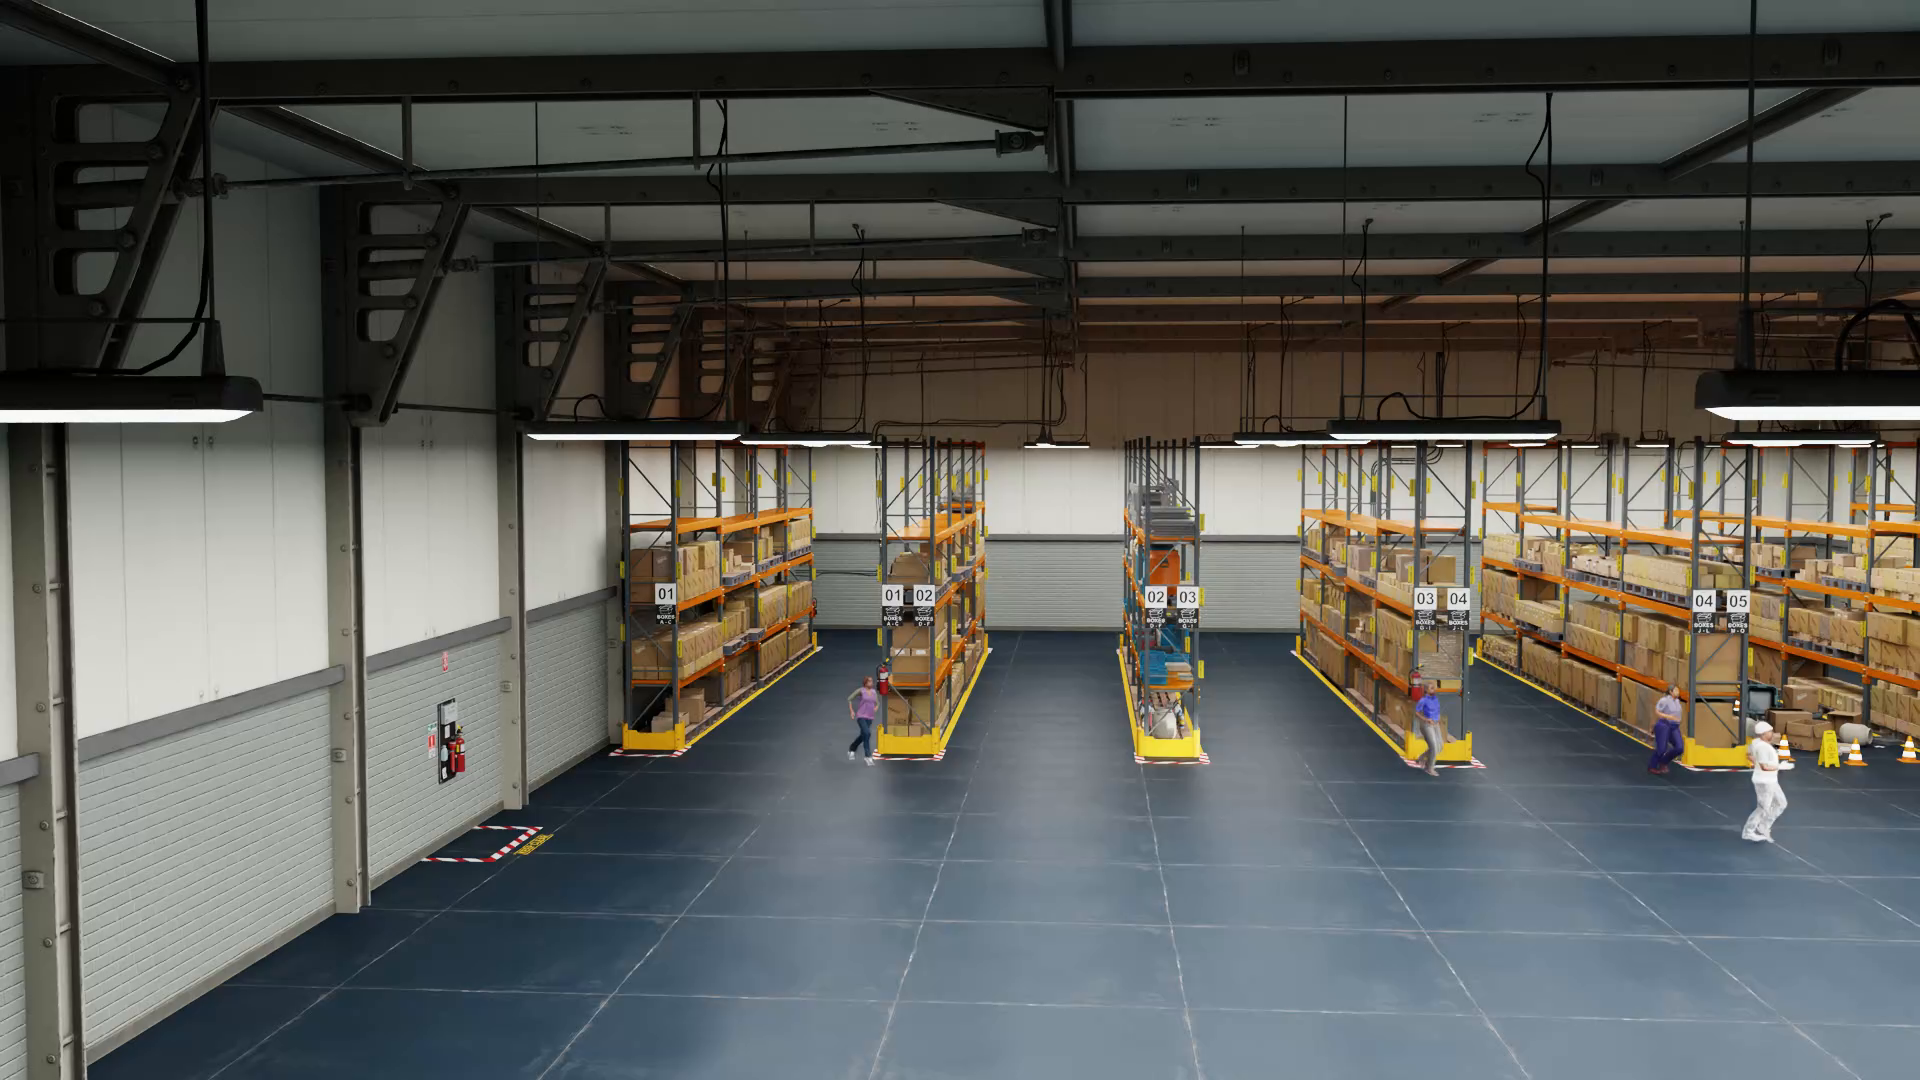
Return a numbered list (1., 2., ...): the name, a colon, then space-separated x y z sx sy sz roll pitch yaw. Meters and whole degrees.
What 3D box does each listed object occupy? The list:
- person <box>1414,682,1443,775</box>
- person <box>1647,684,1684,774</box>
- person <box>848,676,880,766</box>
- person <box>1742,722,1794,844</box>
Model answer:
1. person: 8.343 3.355 29.519 0.601 1.651 0.515 -2 4 -39
2. person: 12.592 3.359 29.440 0.612 1.590 0.569 -1 3 -21
3. person: -1.709 3.286 30.494 0.550 1.583 0.808 -3 4 -39
4. person: 11.765 3.543 24.191 0.667 1.803 0.657 2 3 29
